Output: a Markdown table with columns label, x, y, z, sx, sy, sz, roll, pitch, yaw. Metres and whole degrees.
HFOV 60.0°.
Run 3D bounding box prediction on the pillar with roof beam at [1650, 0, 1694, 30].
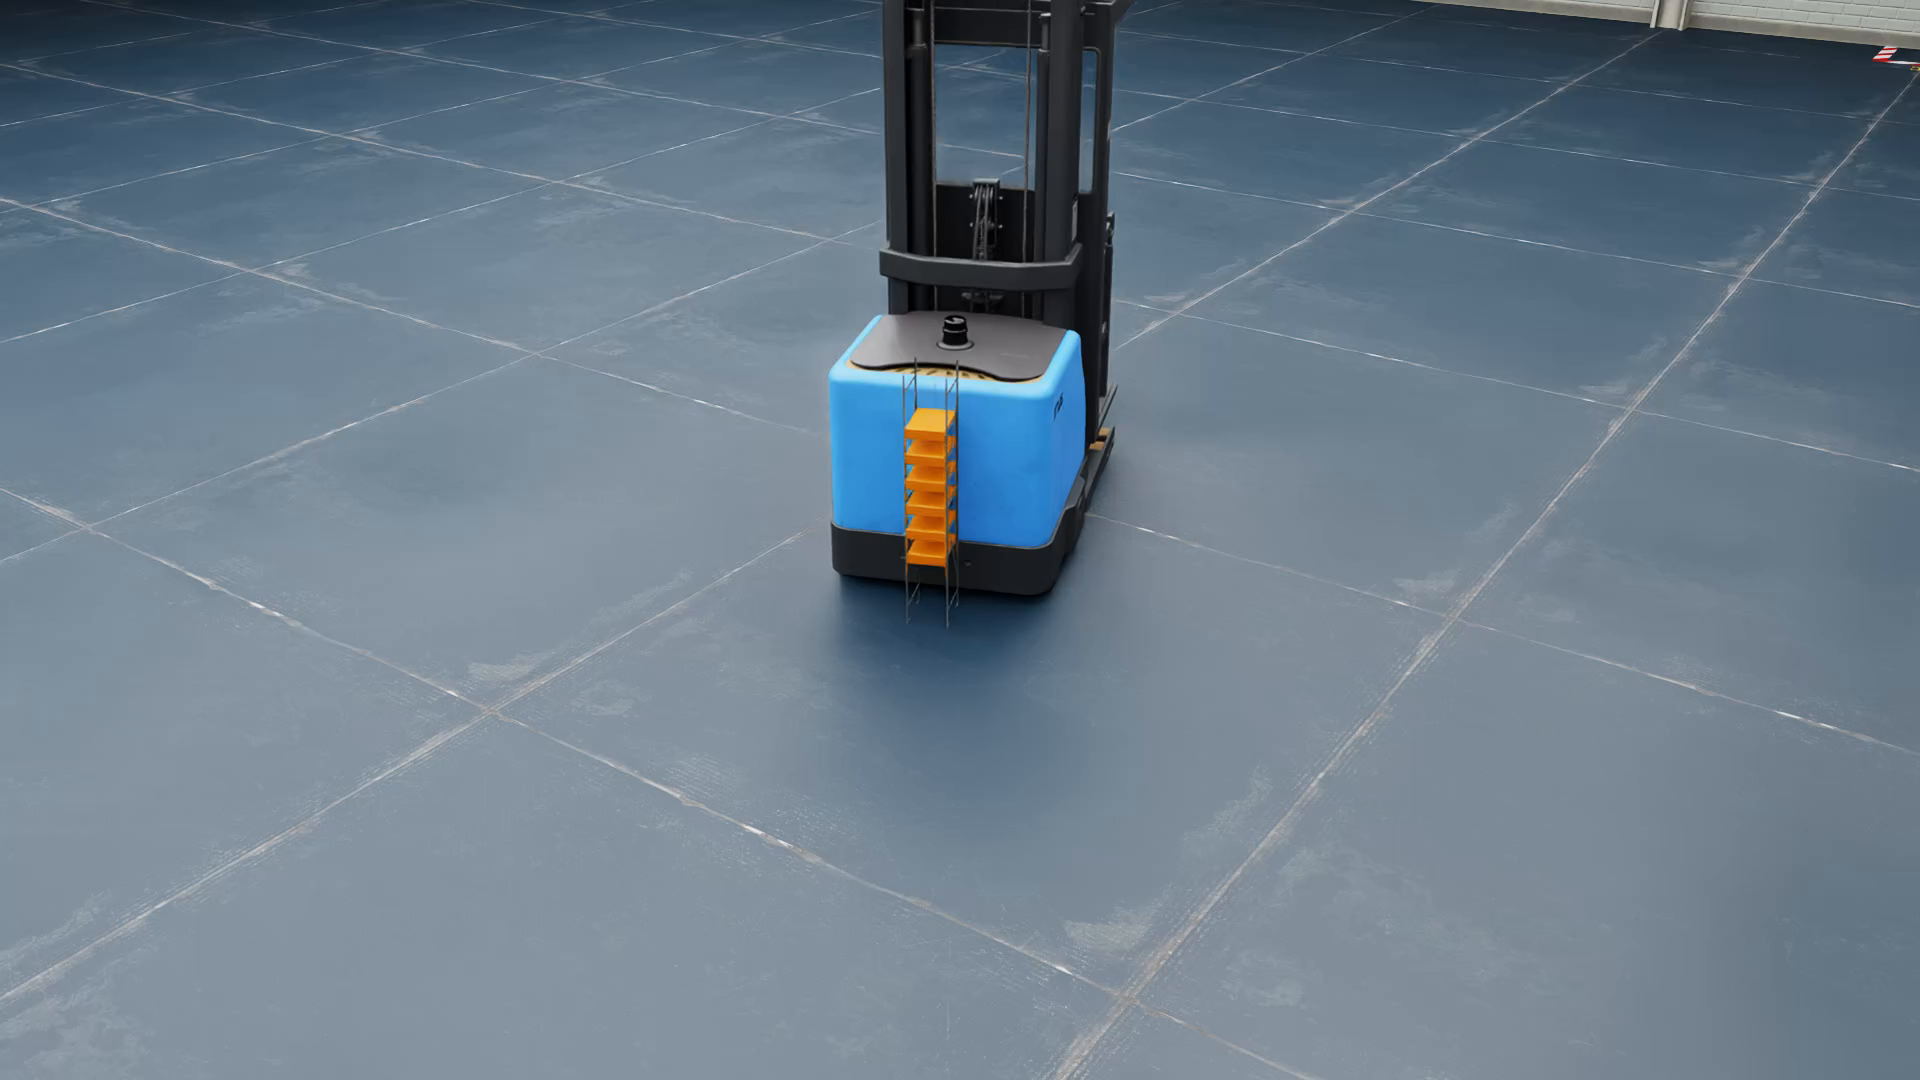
| label | x | y | z | sx | sy | sz | roll | pitch | yaw |
| --- | --- | --- | --- | --- | --- | --- | --- | --- | --- |
| pillar with roof beam | 6.499 | -8.866 | 15.749 | 0.400 | 9.000 | 9.100 | 17 | 32 | 30 |

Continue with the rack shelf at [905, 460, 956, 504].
| label | x | y | z | sx | sy | sz | roll | pitch | yaw |
| --- | --- | --- | --- | --- | --- | --- | --- | --- | --- |
| rack shelf | -0.124 | -0.264 | 7.280 | 0.180 | 0.103 | 0.258 | 5 | 27 | 11 |

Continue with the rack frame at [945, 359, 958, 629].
| label | x | y | z | sx | sy | sz | roll | pitch | yaw |
| --- | --- | --- | --- | --- | --- | --- | --- | --- | --- |
| rack frame | -0.035 | -0.188 | 7.297 | 0.006 | 1.200 | 0.240 | 5 | 27 | 11 |

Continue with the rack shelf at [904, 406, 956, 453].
| label | x | y | z | sx | sy | sz | roll | pitch | yaw |
| --- | --- | --- | --- | --- | --- | --- | --- | --- | --- |
| rack shelf | -0.124 | -0.478 | 7.171 | 0.180 | 0.103 | 0.258 | 5 | 27 | 11 |

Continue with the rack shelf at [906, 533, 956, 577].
| label | x | y | z | sx | sy | sz | roll | pitch | yaw |
| --- | --- | --- | --- | --- | --- | --- | --- | --- | --- |
| rack shelf | -0.124 | 0.057 | 7.443 | 0.180 | 0.103 | 0.258 | 5 | 27 | 11 |

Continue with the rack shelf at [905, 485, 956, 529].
| label | x | y | z | sx | sy | sz | roll | pitch | yaw |
| --- | --- | --- | --- | --- | --- | --- | --- | --- | --- |
| rack shelf | -0.124 | -0.157 | 7.334 | 0.180 | 0.103 | 0.258 | 5 | 27 | 11 |

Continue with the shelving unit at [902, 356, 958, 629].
| label | x | y | z | sx | sy | sz | roll | pitch | yaw |
| --- | --- | --- | --- | --- | --- | --- | --- | --- | --- |
| shelving unit | -0.124 | -0.197 | 7.314 | 0.189 | 1.200 | 0.258 | 5 | 27 | 11 |

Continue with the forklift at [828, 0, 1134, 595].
| label | x | y | z | sx | sy | sz | roll | pitch | yaw |
| --- | --- | --- | --- | --- | --- | --- | --- | --- | --- |
| forklift | 0.232 | -1.703 | 8.365 | 1.130 | 2.935 | 3.031 | 6 | 28 | 12 |

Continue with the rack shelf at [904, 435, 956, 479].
| label | x | y | z | sx | sy | sz | roll | pitch | yaw |
| --- | --- | --- | --- | --- | --- | --- | --- | --- | --- |
| rack shelf | -0.124 | -0.371 | 7.225 | 0.180 | 0.103 | 0.258 | 5 | 27 | 11 |

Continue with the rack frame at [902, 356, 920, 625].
| label | x | y | z | sx | sy | sz | roll | pitch | yaw |
| --- | --- | --- | --- | --- | --- | --- | --- | --- | --- |
| rack frame | -0.214 | -0.205 | 7.331 | 0.006 | 1.200 | 0.240 | 5 | 27 | 11 |

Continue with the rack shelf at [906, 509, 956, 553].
| label | x | y | z | sx | sy | sz | roll | pitch | yaw |
| --- | --- | --- | --- | --- | --- | --- | --- | --- | --- |
| rack shelf | -0.124 | -0.050 | 7.389 | 0.180 | 0.103 | 0.258 | 5 | 27 | 11 |
